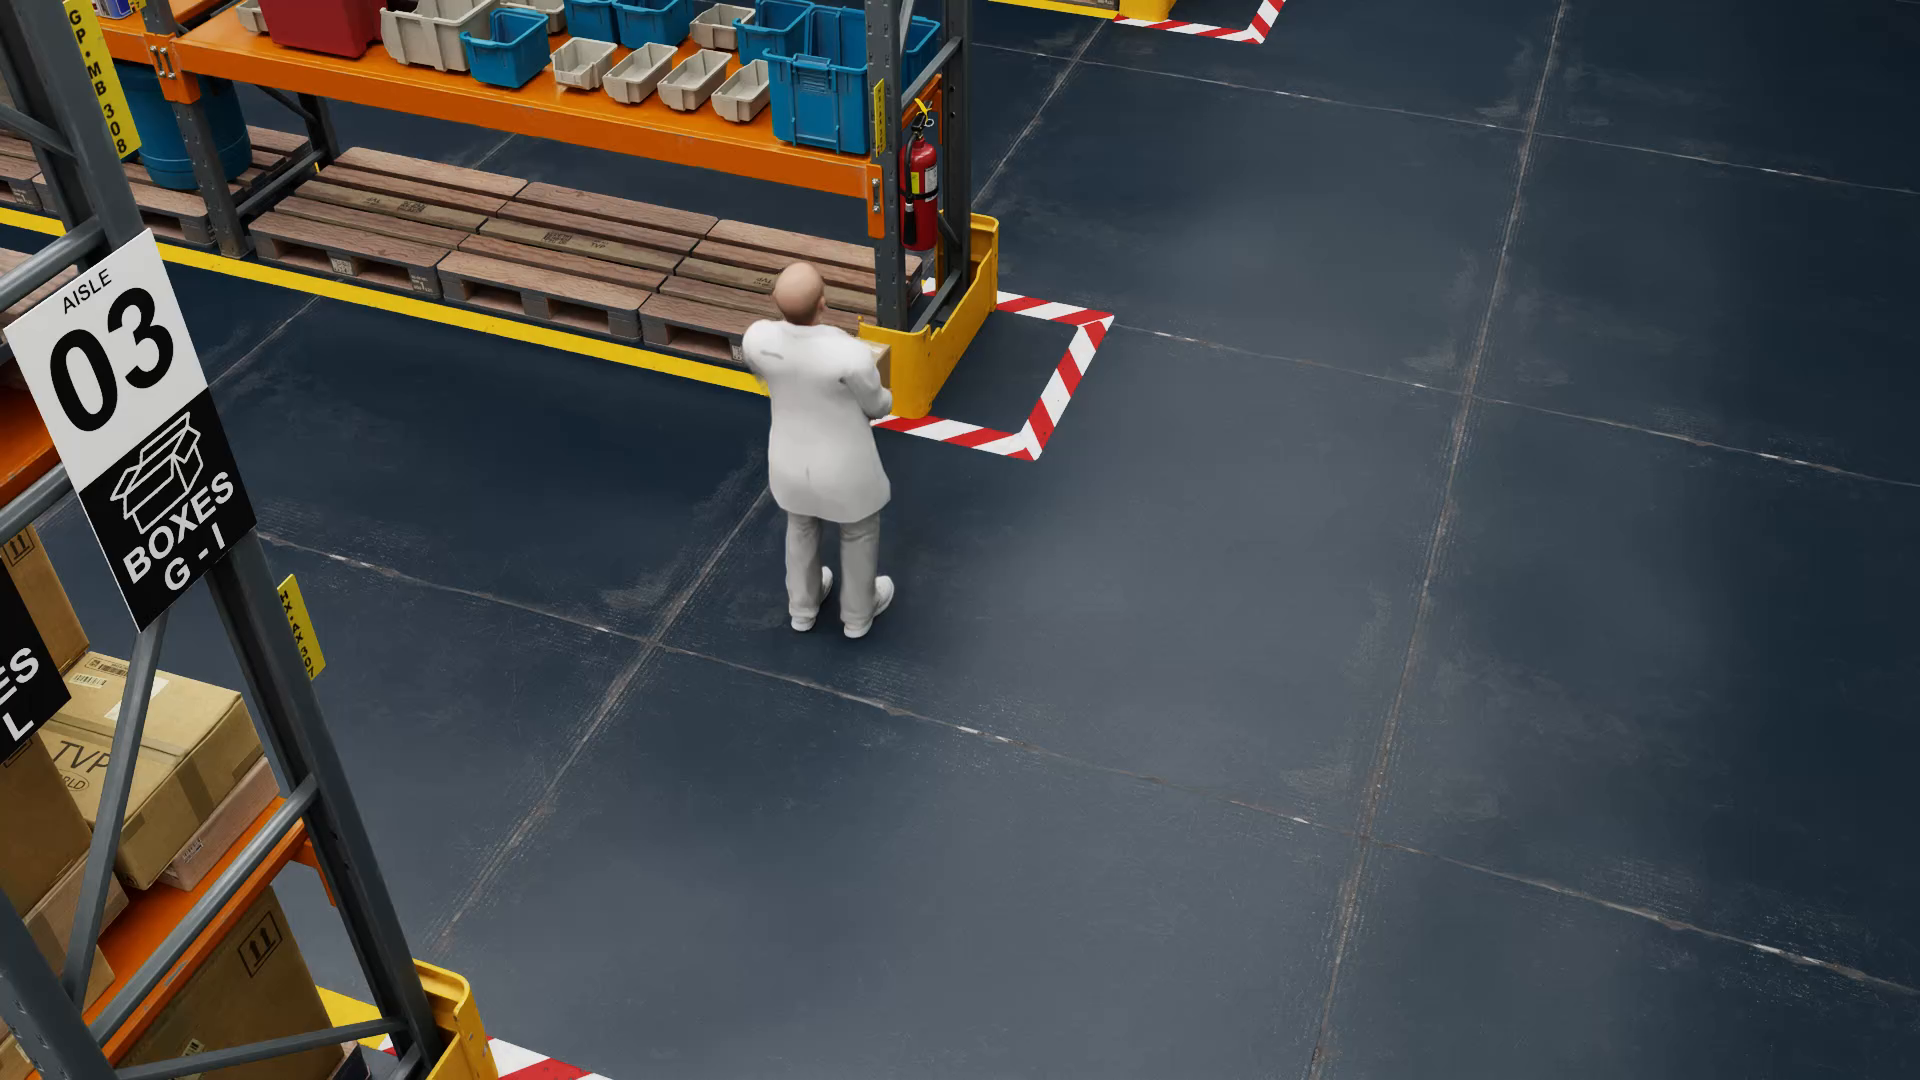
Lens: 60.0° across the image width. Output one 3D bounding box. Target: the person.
[{"bbox_3d":[-0.507,-0.400,6.630,0.533,1.774,0.554,13,43,15],"label":"person"}]
